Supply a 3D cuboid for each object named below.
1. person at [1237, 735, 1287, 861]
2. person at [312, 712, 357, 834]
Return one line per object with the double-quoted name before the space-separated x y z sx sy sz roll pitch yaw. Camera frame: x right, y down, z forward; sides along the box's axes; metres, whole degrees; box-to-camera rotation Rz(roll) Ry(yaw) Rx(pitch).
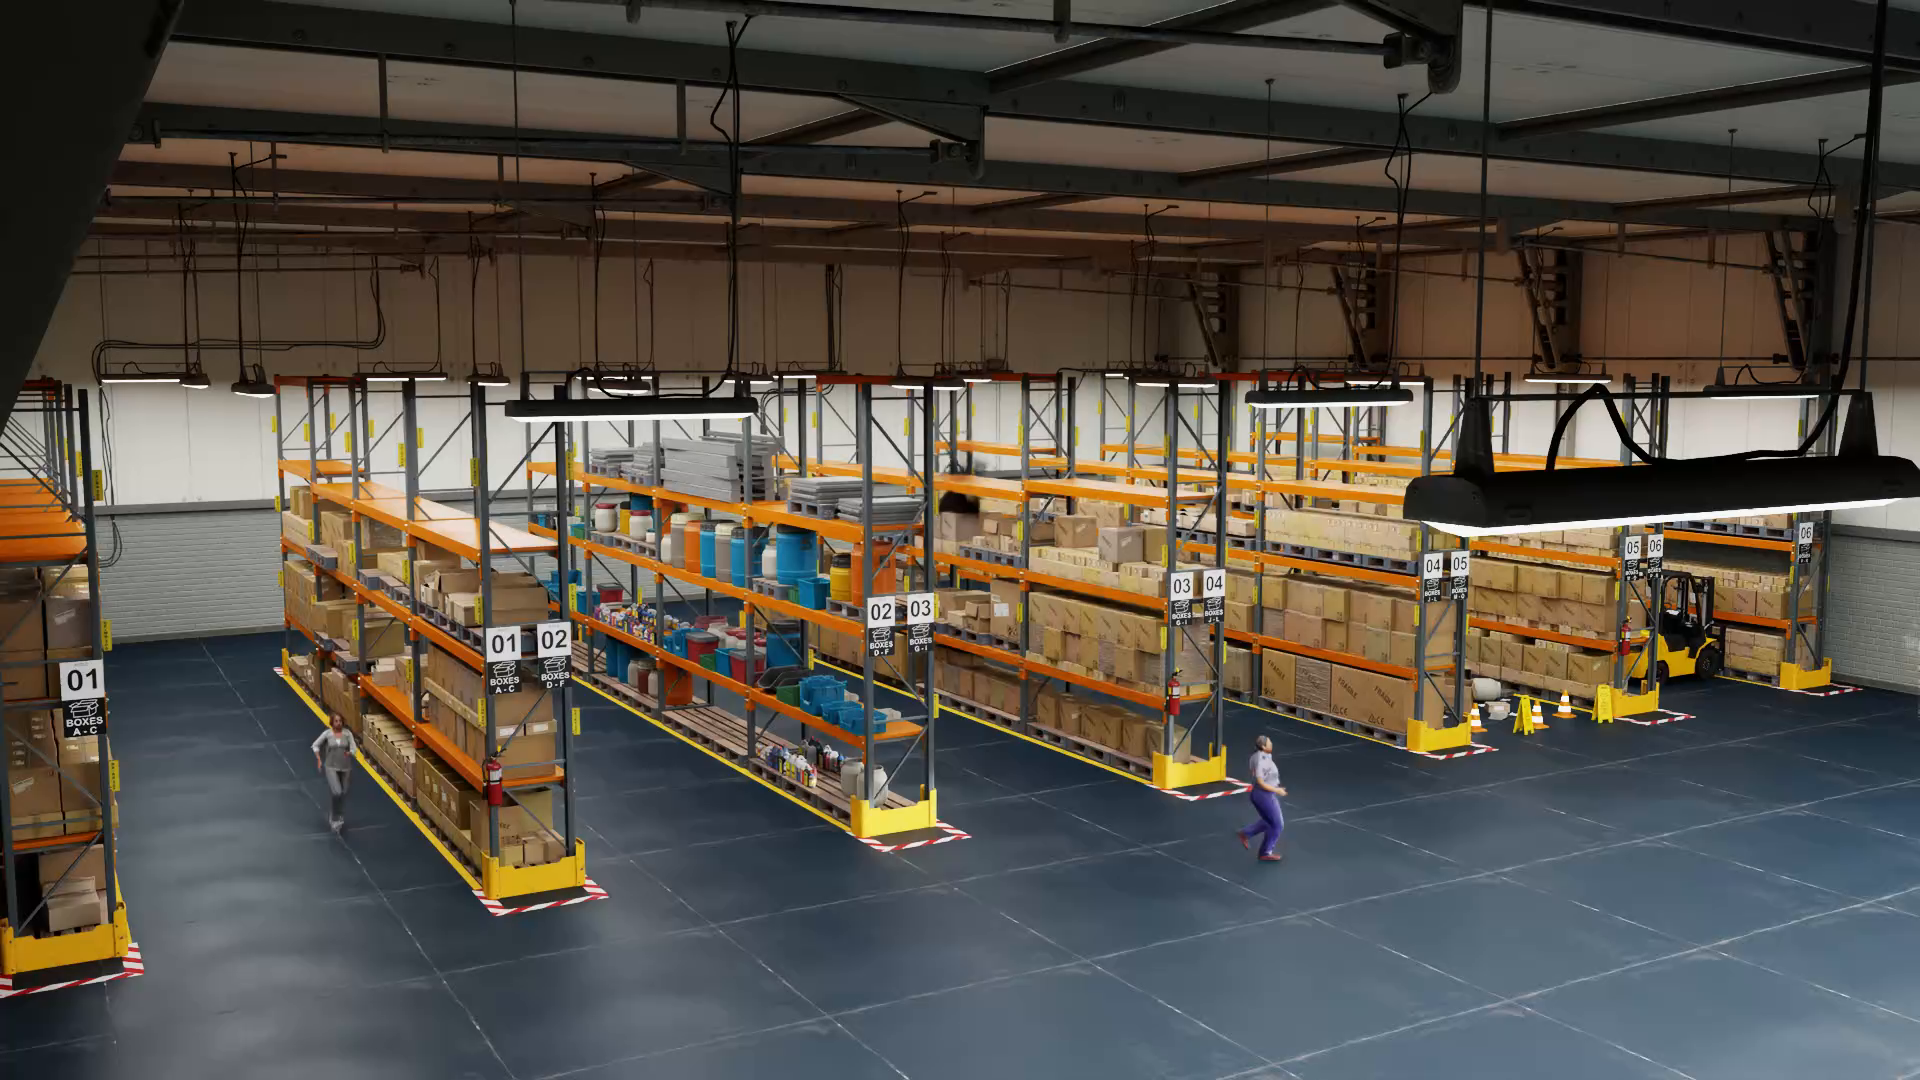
"person" 3.829 3.250 20.984 0.539 1.586 0.605 0 6 1
"person" -8.328 3.105 22.250 0.503 1.617 0.682 -5 8 -37
